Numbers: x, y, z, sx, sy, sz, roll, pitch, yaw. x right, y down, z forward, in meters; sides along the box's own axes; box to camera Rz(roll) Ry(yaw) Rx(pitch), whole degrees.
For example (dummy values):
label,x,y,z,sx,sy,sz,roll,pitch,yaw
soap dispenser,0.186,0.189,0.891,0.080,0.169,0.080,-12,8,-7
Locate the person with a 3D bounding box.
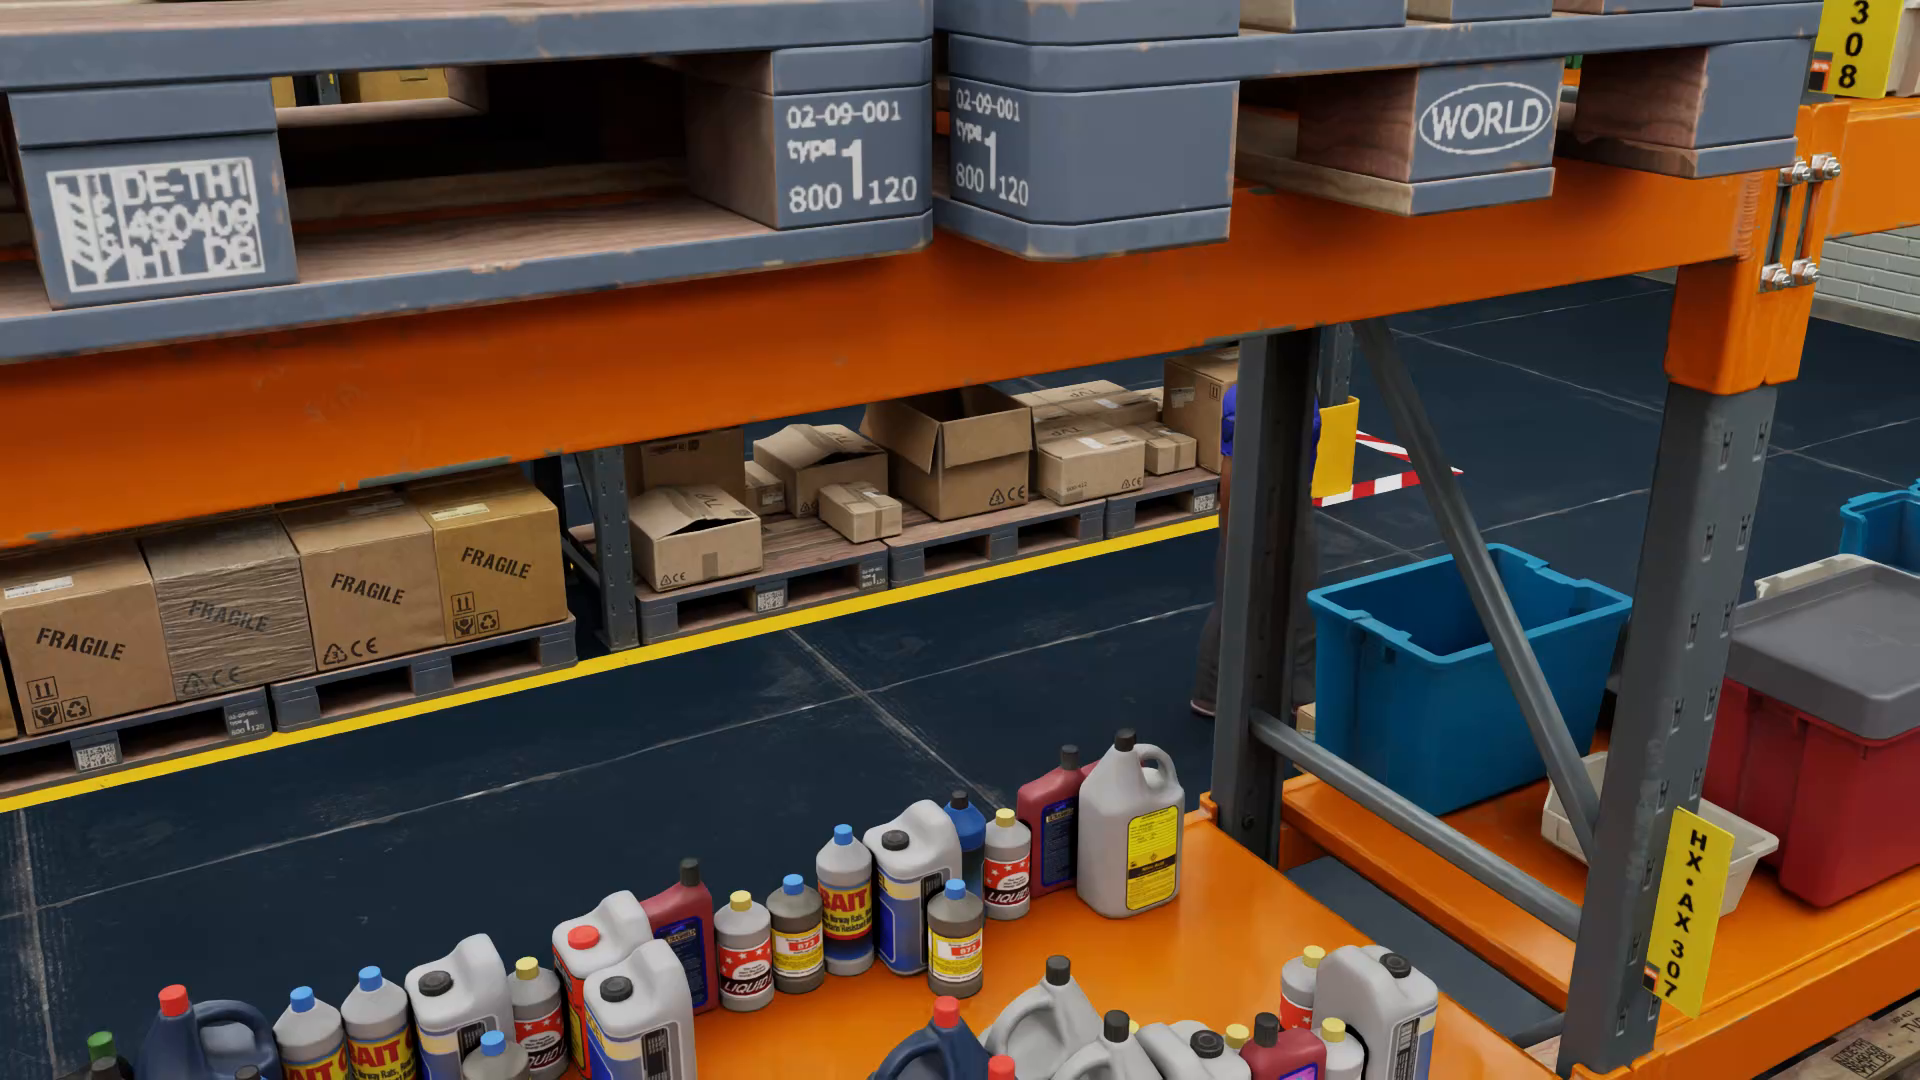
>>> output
label,x,y,z,sx,sy,sz,roll,pitch,yaw
person,1.214,-0.046,6.201,0.463,1.661,0.576,-16,27,-35
